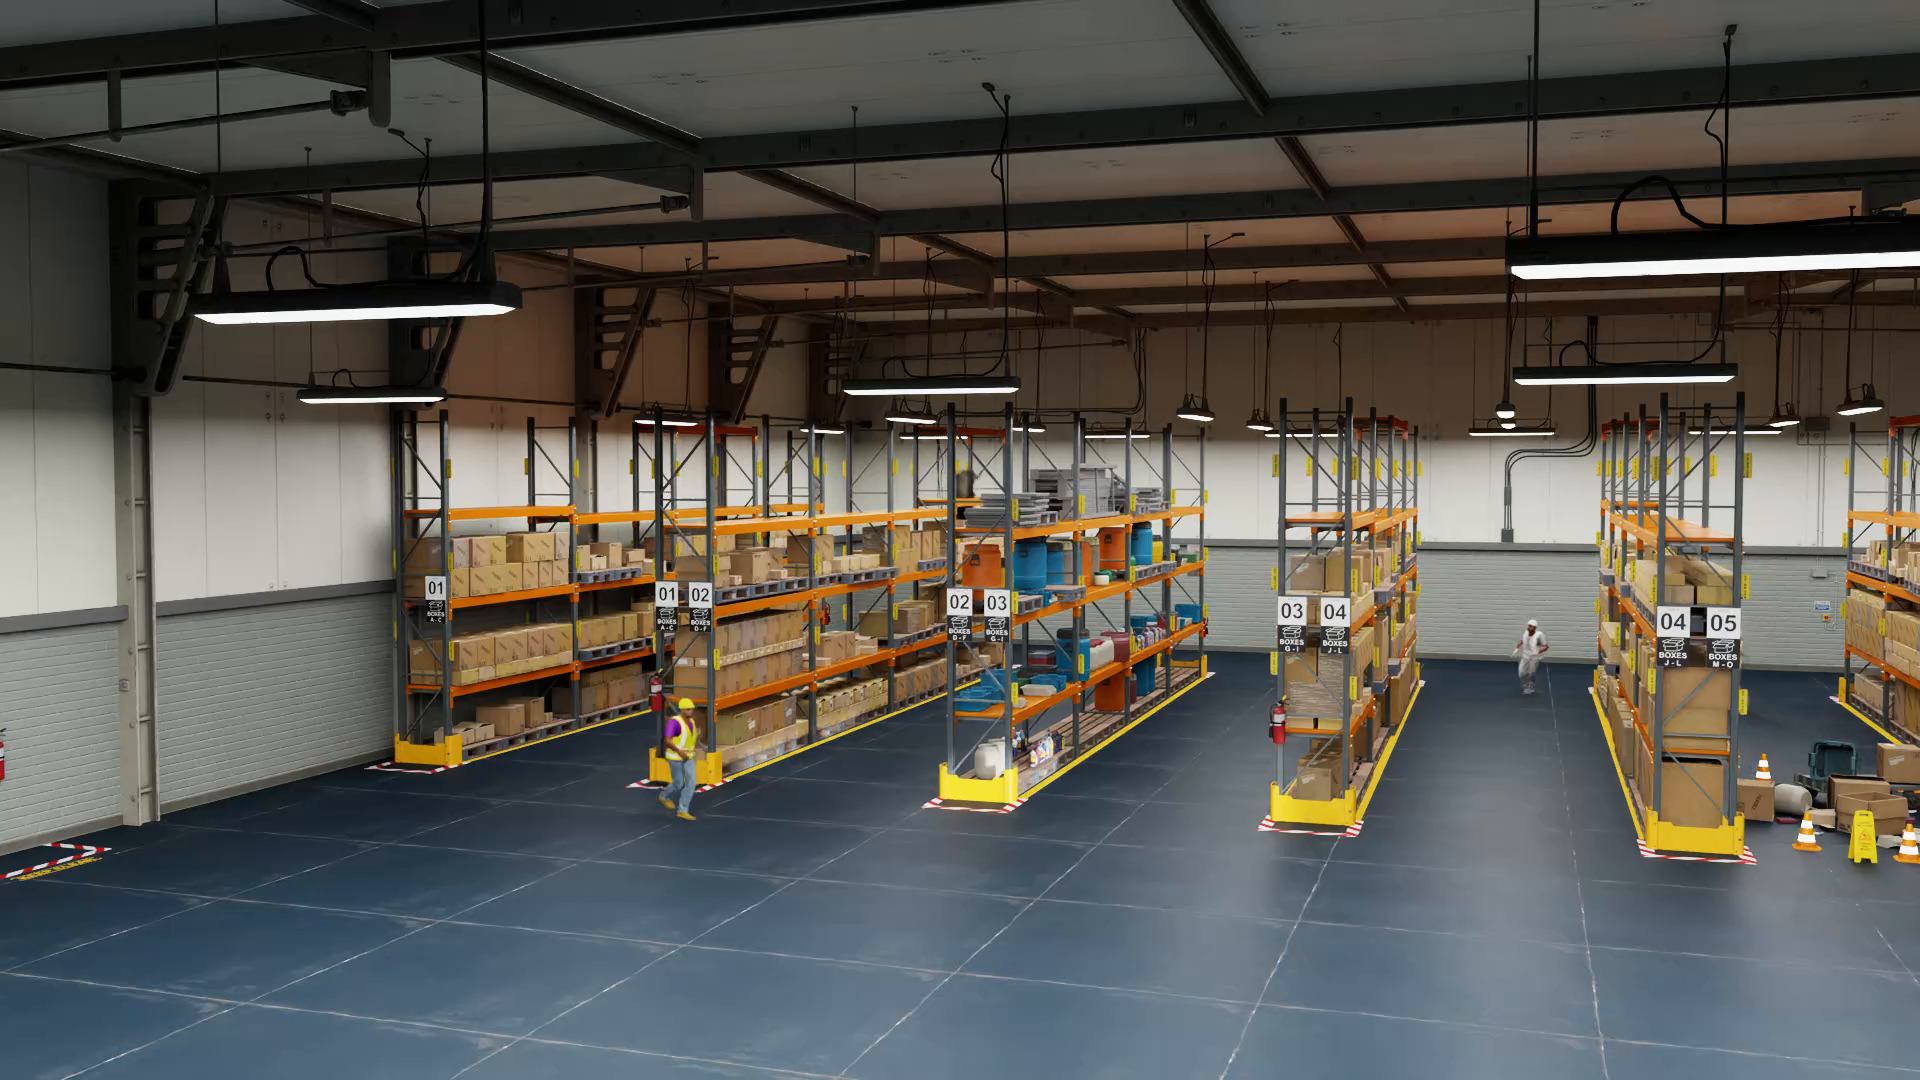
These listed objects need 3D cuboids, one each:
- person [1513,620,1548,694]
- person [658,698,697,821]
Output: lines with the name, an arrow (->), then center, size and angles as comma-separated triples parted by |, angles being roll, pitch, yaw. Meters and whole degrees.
person -> 12.663, 2.600, 36.834 | 0.776, 1.683, 0.546 | 2, 3, 43
person -> -4.078, 3.119, 23.830 | 0.782, 1.739, 0.678 | 2, 3, 38
